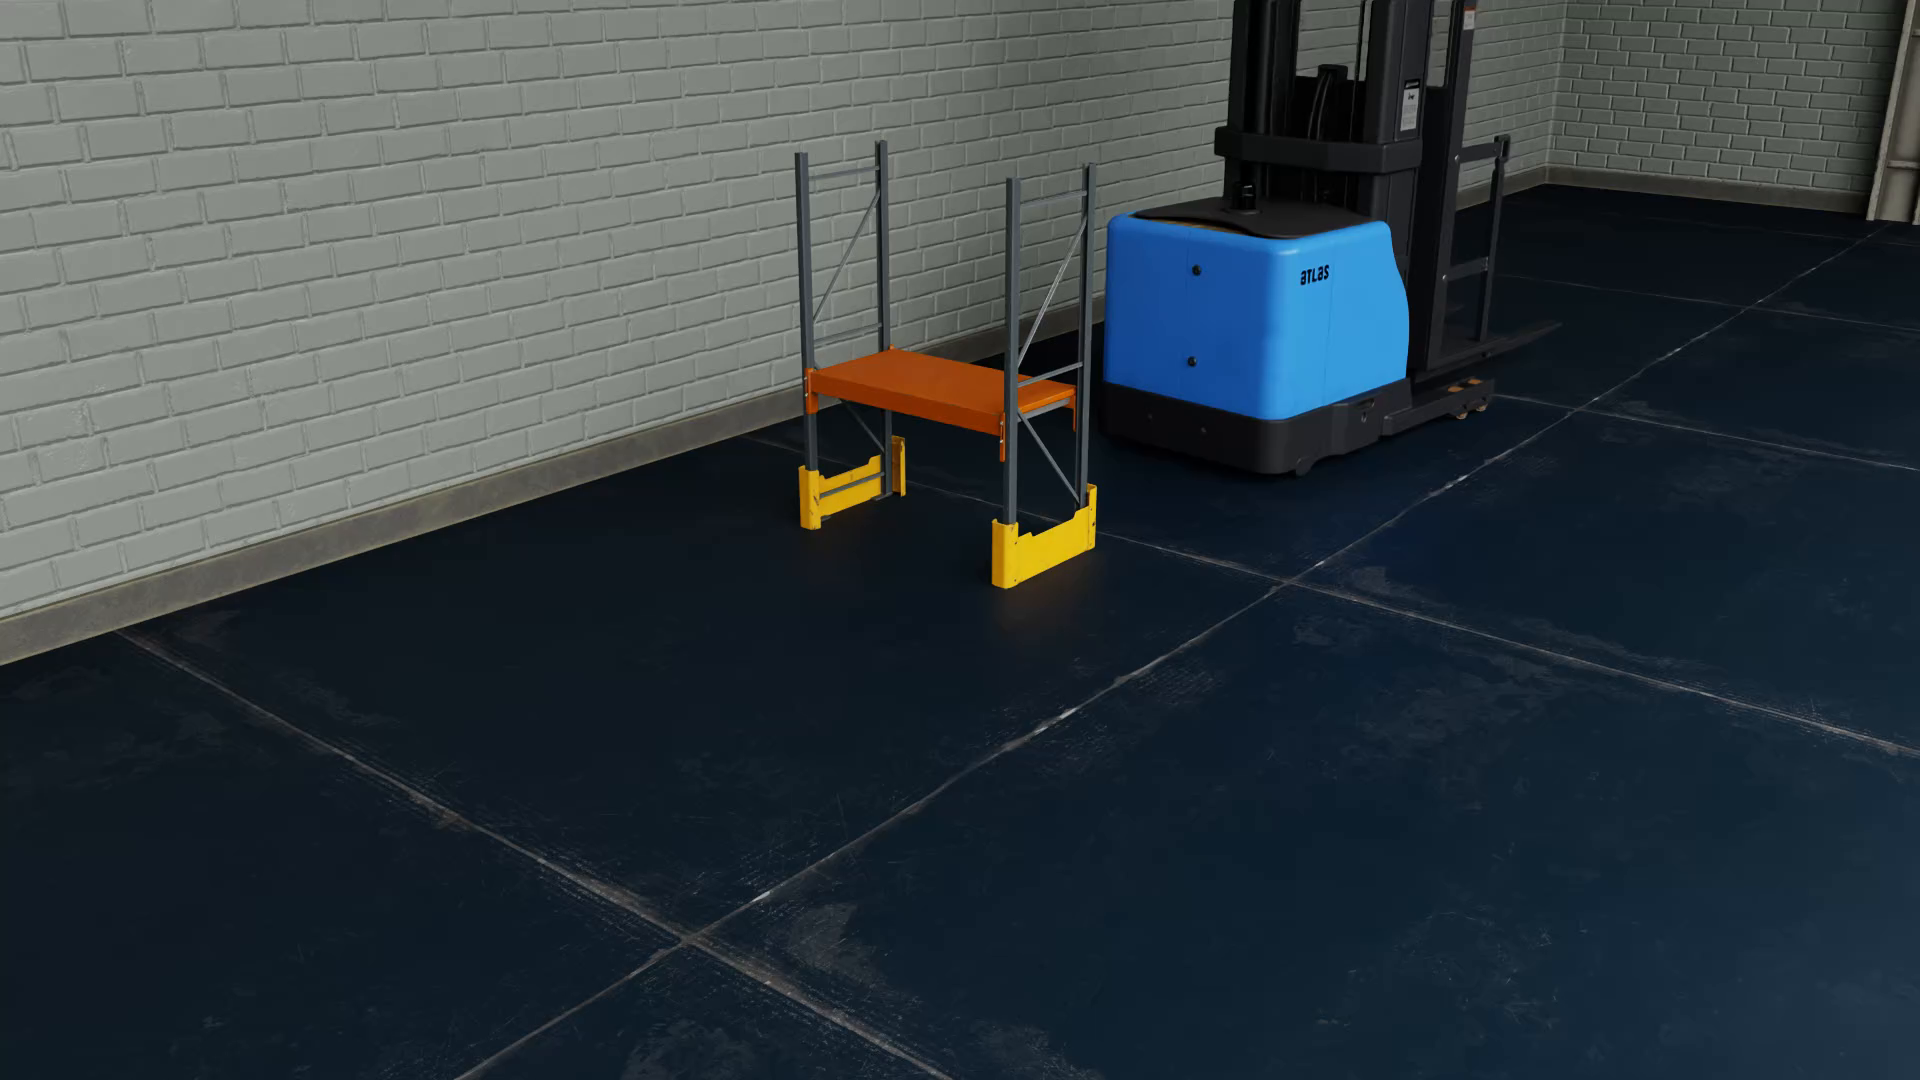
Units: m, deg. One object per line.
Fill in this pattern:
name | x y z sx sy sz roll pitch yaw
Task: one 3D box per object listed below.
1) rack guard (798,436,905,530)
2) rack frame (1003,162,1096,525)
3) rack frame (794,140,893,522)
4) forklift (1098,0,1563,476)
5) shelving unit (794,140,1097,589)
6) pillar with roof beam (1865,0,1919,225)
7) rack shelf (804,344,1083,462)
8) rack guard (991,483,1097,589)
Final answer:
rack guard | -0.445 -0.245 6.964 0.087 0.250 0.587 16 26 36
rack frame | 0.328 -0.607 6.153 0.032 1.500 0.500 16 26 36
rack frame | -0.460 -0.834 6.755 0.032 1.500 0.500 16 26 36
forklift | 2.050 -2.081 8.033 3.031 2.935 1.130 -19 28 -41
shelving unit | -0.059 -0.719 6.449 1.083 1.500 0.587 16 26 36
pillar with roof beam | 4.951 -5.658 8.918 0.400 9.000 9.100 16 26 36
rack shelf | -0.066 -0.552 6.517 1.000 0.185 0.538 16 26 36
rack guard | 0.327 -0.023 6.375 0.087 0.250 0.587 16 26 36
